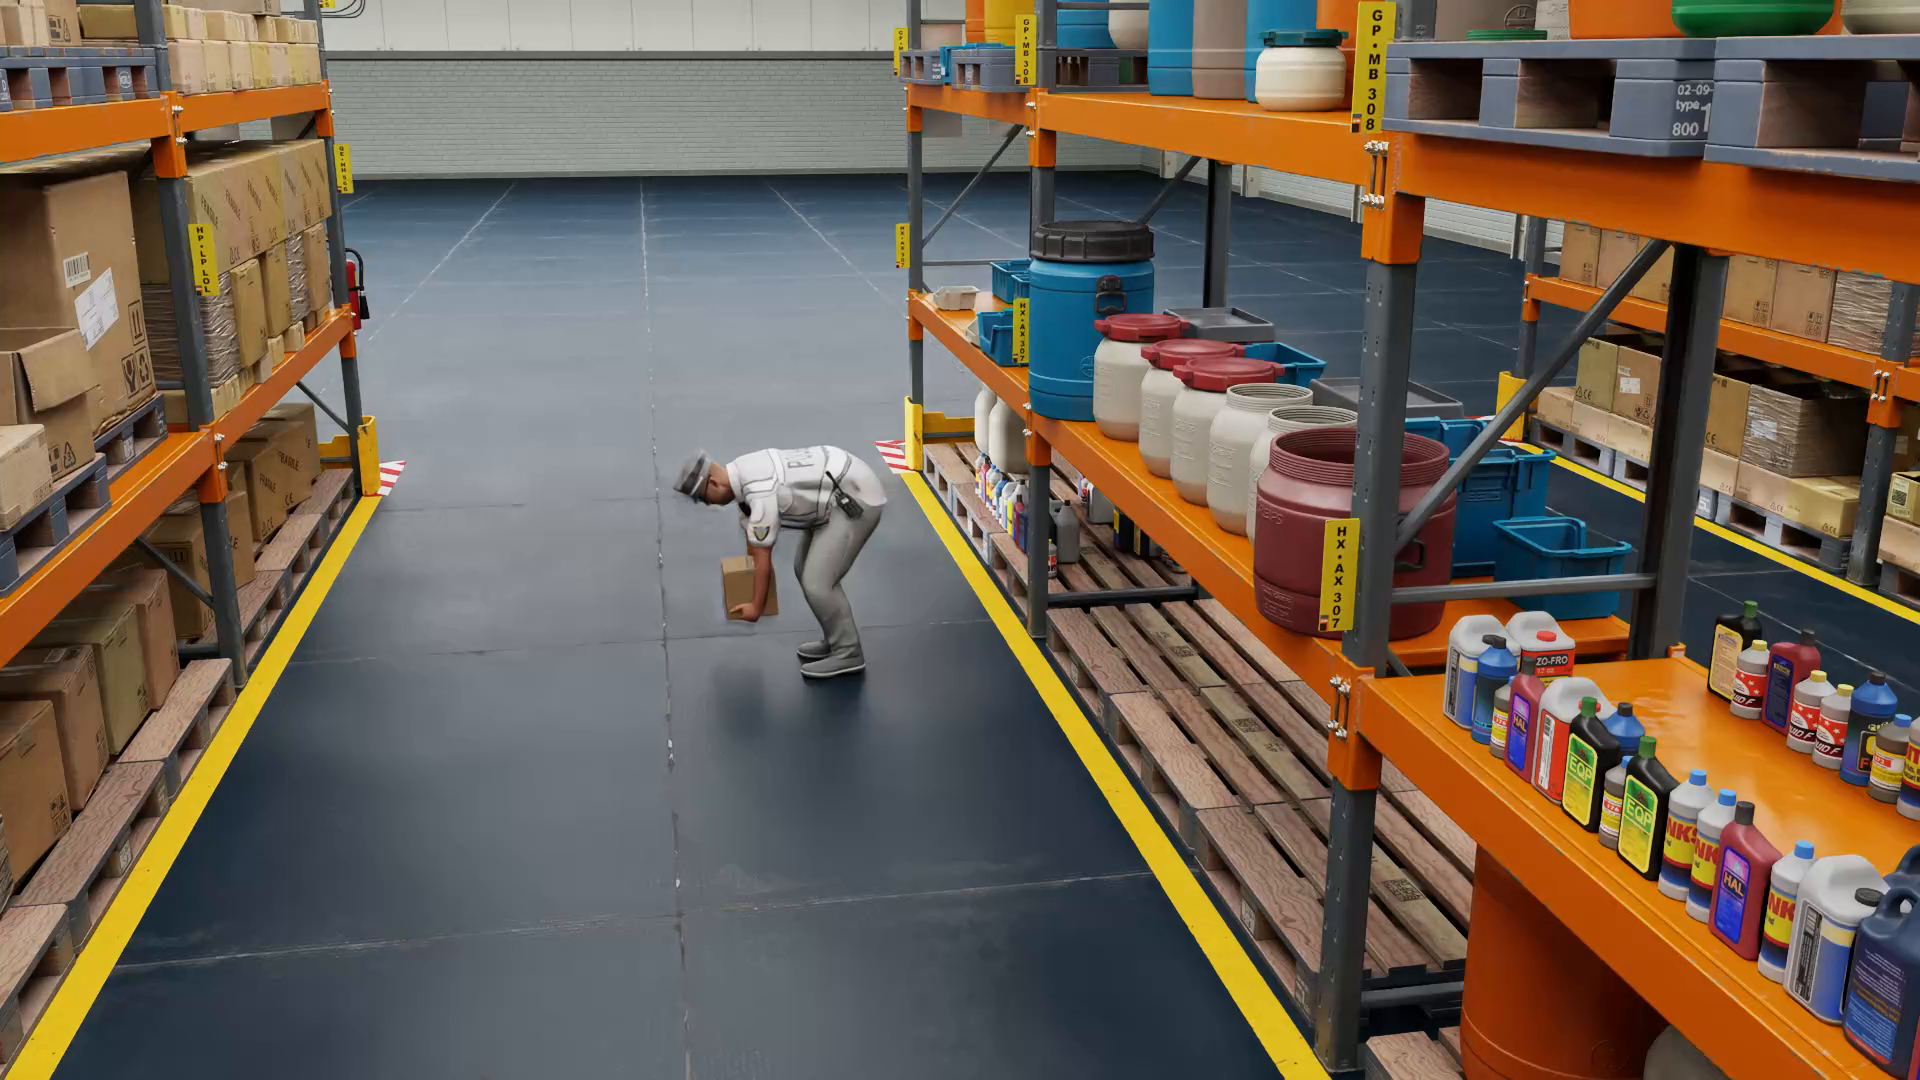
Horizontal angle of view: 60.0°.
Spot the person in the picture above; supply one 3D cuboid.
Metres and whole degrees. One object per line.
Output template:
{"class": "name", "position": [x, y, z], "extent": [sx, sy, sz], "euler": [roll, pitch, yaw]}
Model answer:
{"class": "person", "position": [-0.884, 0.095, 8.277], "extent": [1.043, 1.152, 0.494], "euler": [-4, 17, -12]}
